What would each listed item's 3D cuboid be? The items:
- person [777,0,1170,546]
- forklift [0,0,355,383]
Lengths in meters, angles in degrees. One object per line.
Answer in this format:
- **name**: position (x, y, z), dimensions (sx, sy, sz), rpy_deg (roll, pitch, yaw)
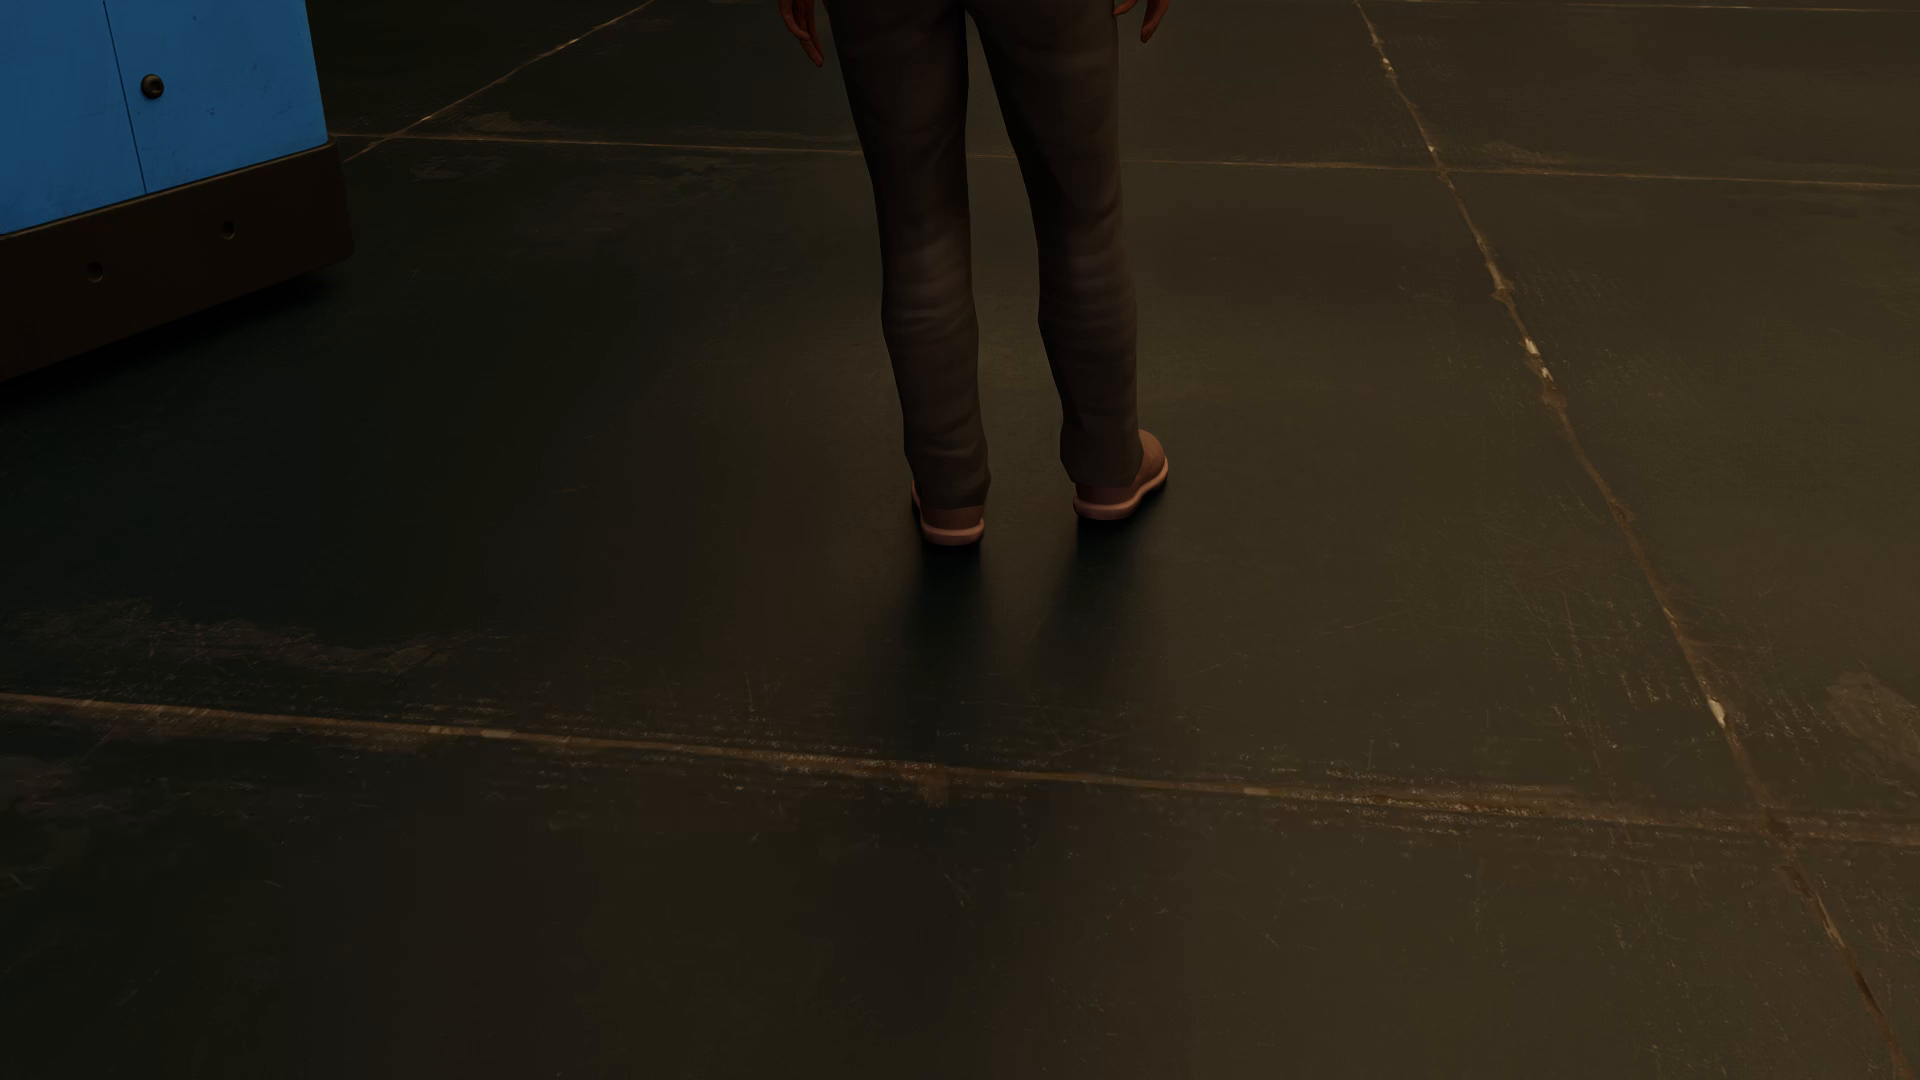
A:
- **person**: position (0.031, -0.784, 2.203), dimensions (0.570, 1.654, 0.504), rpy_deg (3, 27, 7)
- **forklift**: position (-2.855, -1.967, 3.160), dimensions (3.031, 2.935, 1.130), rpy_deg (12, 29, 23)
